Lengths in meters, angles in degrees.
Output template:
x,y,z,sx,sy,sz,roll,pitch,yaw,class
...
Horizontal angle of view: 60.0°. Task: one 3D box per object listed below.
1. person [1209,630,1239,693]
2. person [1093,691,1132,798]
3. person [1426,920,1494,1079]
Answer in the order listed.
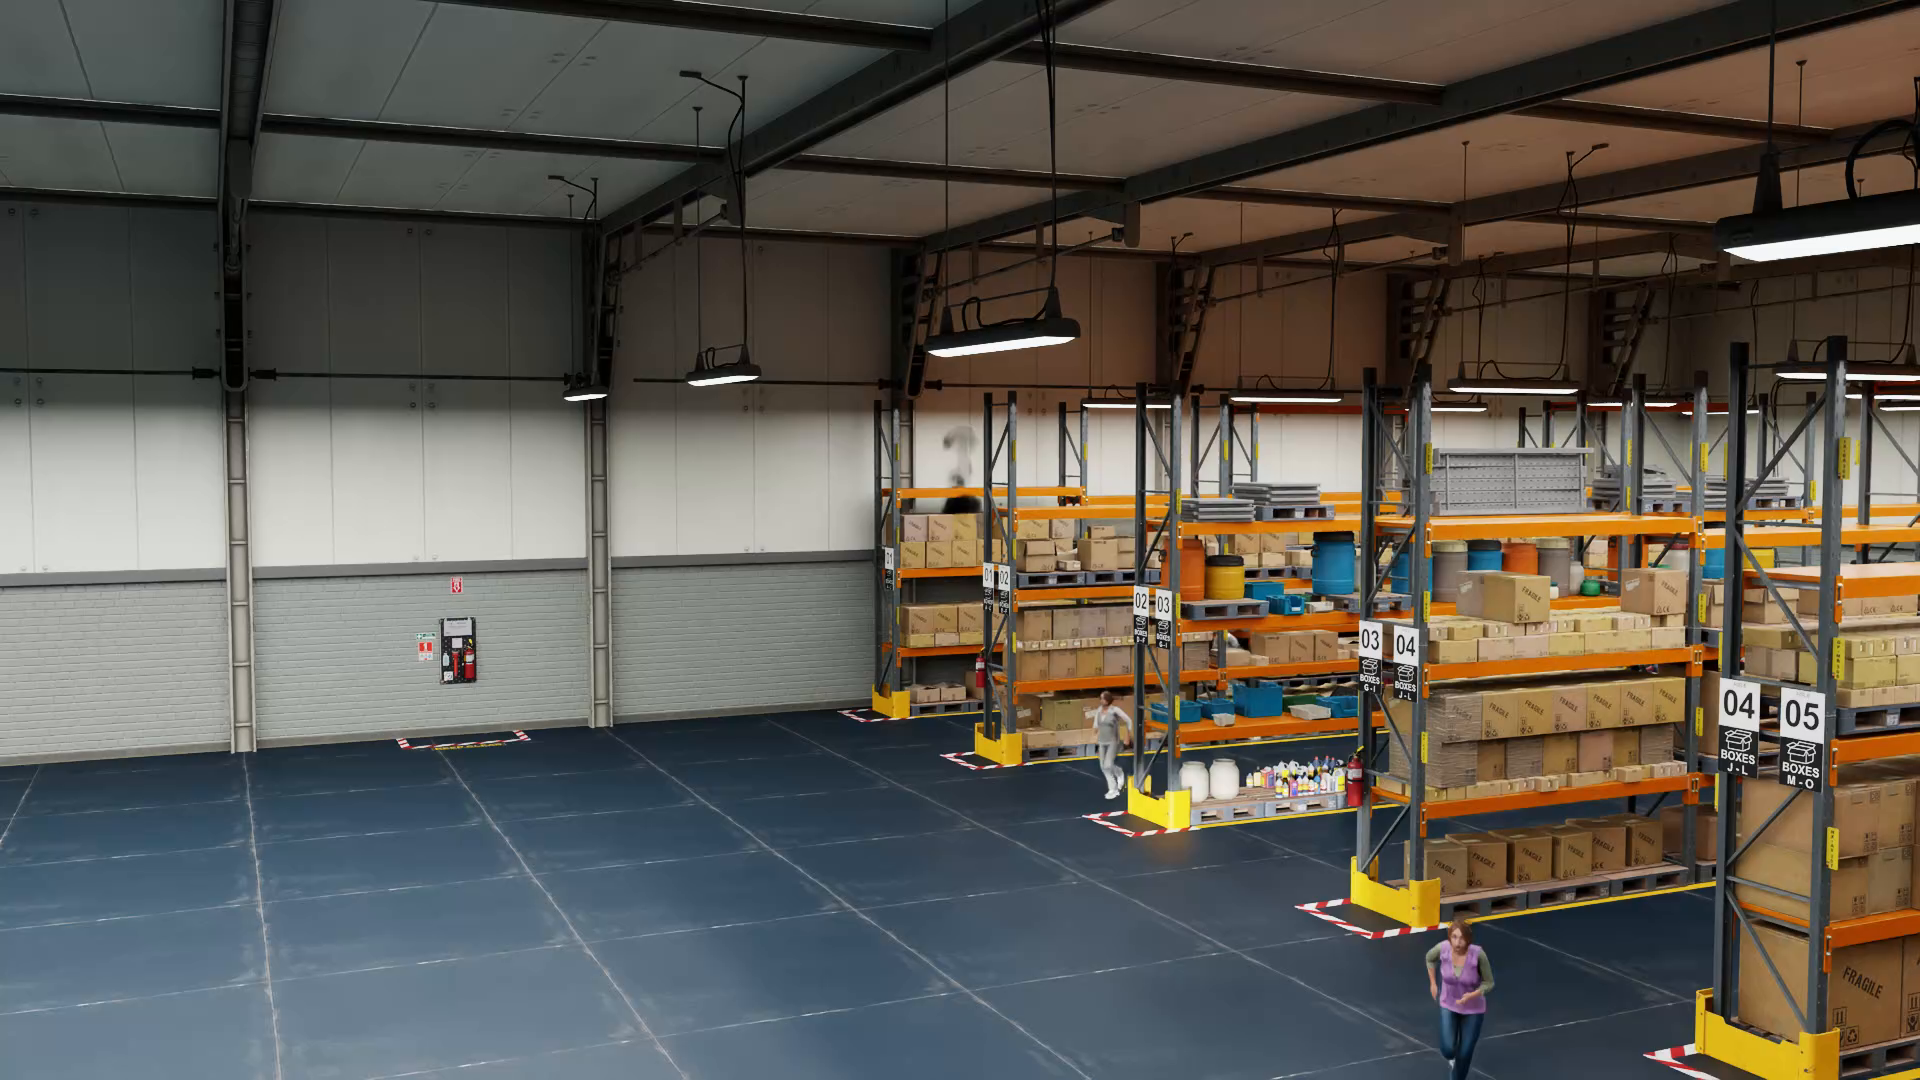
x,y,z,sx,sy,sz,roll,pitch,yaw,class
5.083,2.412,32.274,0.590,1.745,0.659,-2,4,-35,person
2.162,2.983,24.176,0.547,1.572,0.593,3,4,38,person
3.869,3.664,12.910,0.527,1.530,0.666,1,4,21,person
